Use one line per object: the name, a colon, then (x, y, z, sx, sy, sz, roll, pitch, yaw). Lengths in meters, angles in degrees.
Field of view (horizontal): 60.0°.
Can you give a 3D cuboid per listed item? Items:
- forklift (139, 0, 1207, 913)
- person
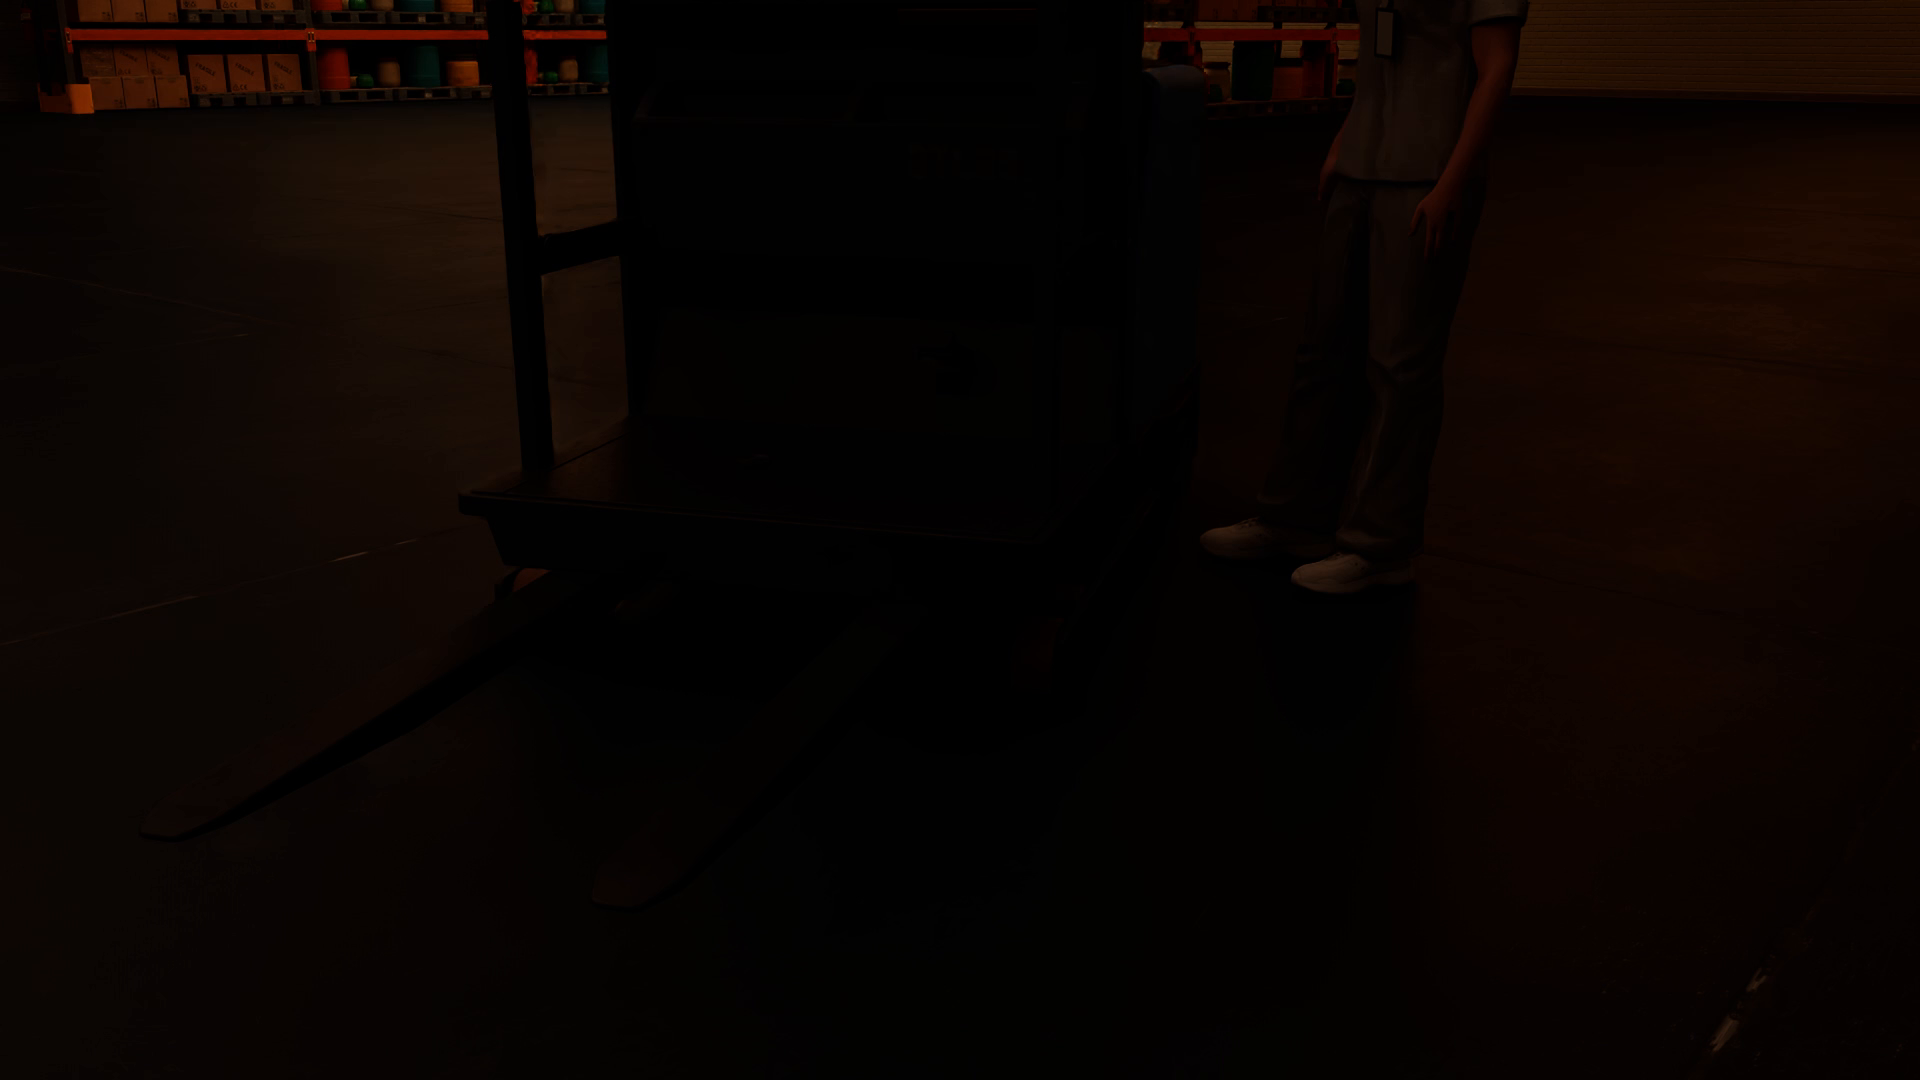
forklift: (-0.254, -1.231, 2.952, 1.130, 2.935, 3.031, 5, 18, 15)
person: (0.856, -0.715, 3.405, 0.522, 1.679, 0.545, -4, 17, -14)
